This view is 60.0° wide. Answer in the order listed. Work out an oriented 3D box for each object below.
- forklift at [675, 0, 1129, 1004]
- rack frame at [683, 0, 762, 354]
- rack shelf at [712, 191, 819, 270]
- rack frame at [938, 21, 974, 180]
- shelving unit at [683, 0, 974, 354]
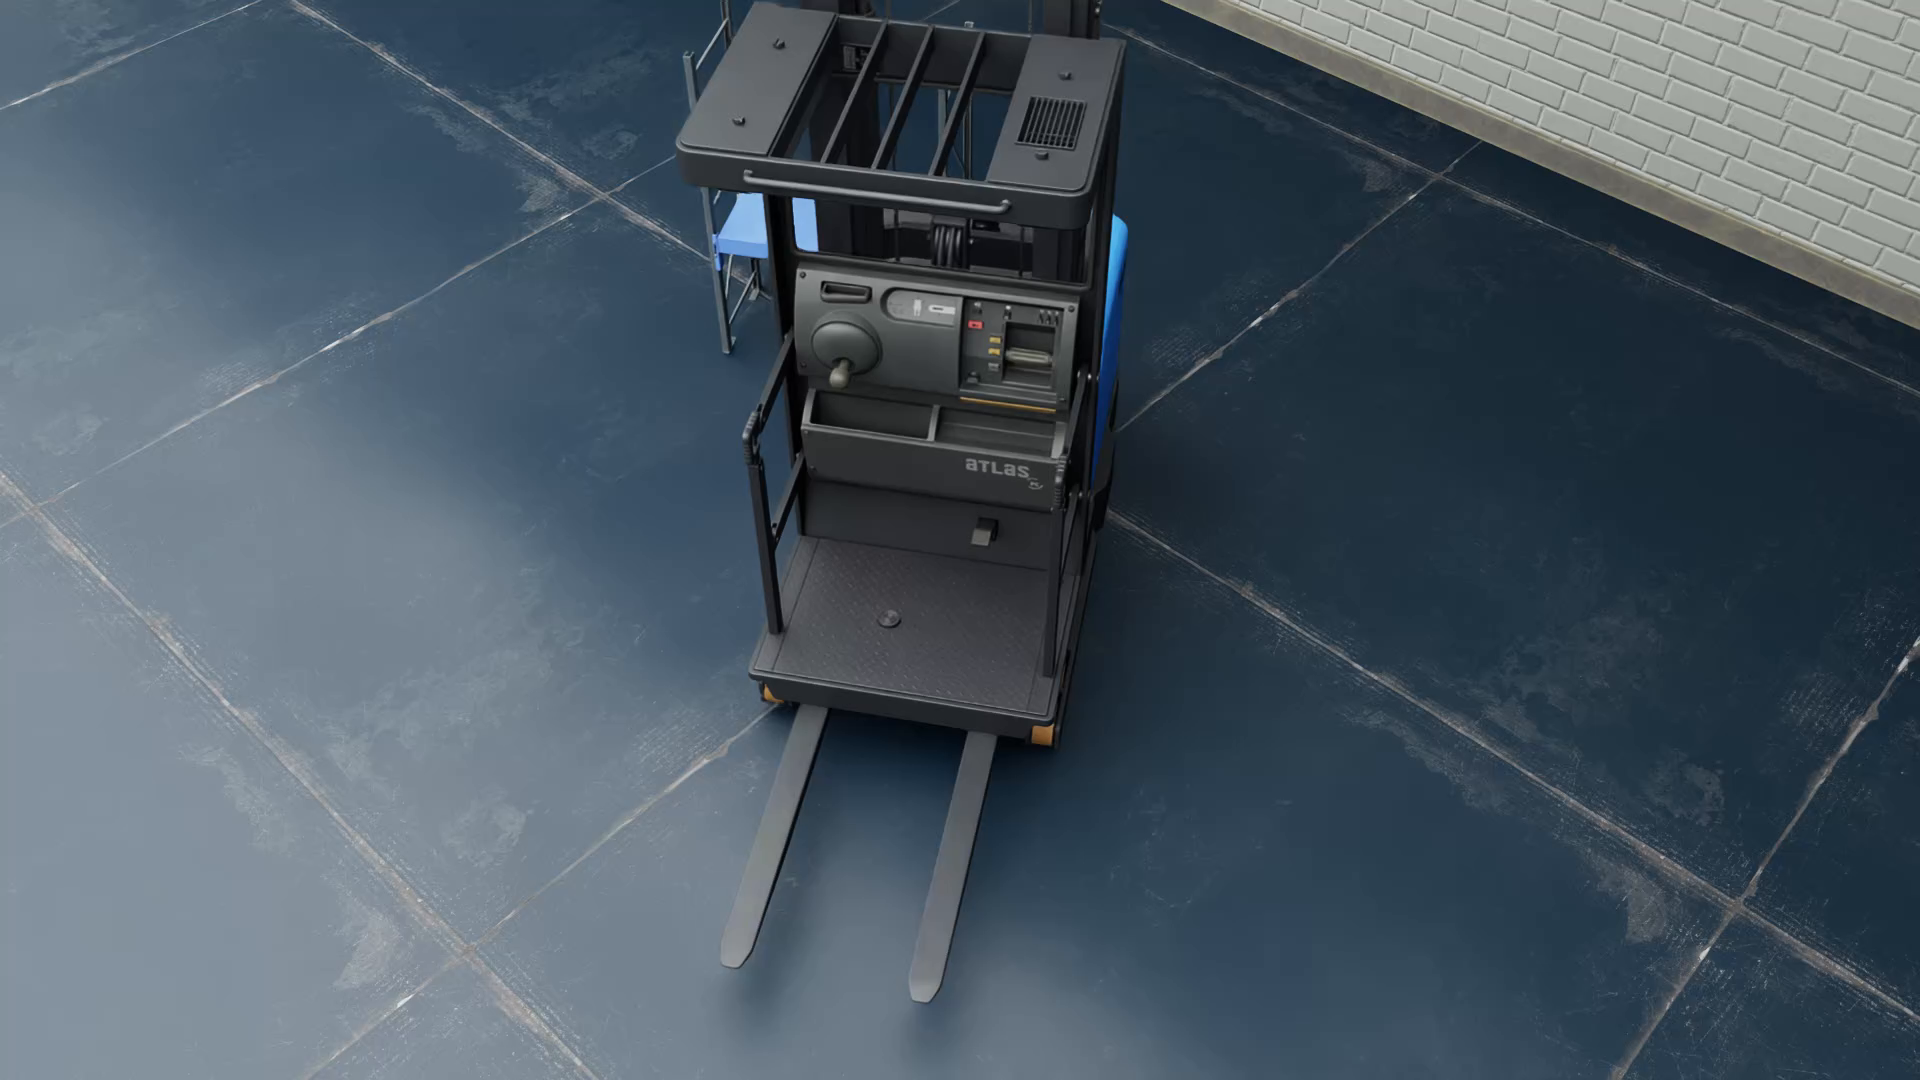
[{"bbox_3d":[-0.123,-0.556,5.262,1.130,2.935,3.031,8,47,8],"label":"forklift"},{"bbox_3d":[-1.006,-1.538,7.165,0.032,1.500,0.500,9,47,9],"label":"rack frame"},{"bbox_3d":[-0.510,-1.335,7.221,1.000,0.185,0.538,9,47,9],"label":"rack shelf"},{"bbox_3d":[-0.014,-1.377,7.015,0.032,1.500,0.500,9,47,9],"label":"rack frame"},{"bbox_3d":[-0.510,-1.458,7.090,1.048,1.500,0.538,9,47,9],"label":"shelving unit"}]
